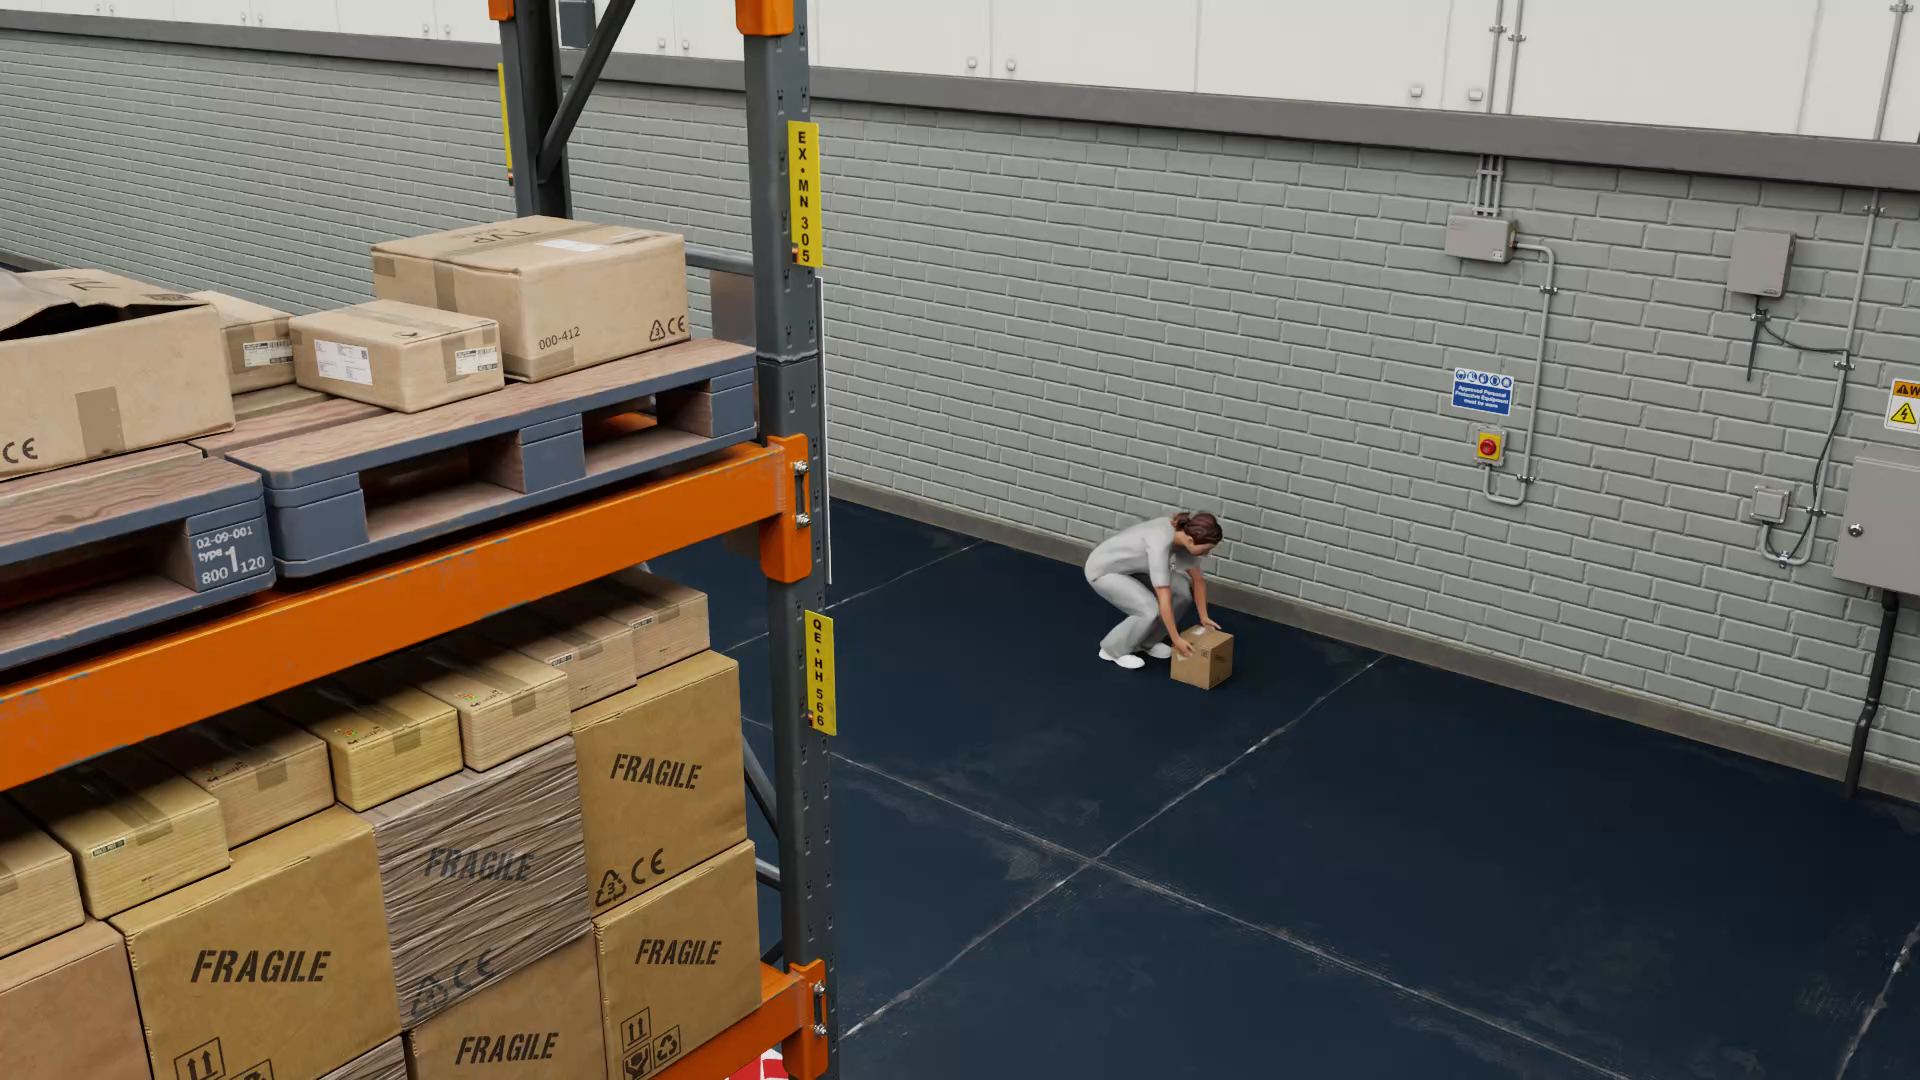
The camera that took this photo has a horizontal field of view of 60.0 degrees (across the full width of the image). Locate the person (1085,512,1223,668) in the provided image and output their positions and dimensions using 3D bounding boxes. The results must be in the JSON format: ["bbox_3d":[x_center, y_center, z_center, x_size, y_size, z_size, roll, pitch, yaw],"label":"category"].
[{"bbox_3d":[1.101,0.248,9.455,0.790,0.951,0.486,16,25,36],"label":"person"}]
